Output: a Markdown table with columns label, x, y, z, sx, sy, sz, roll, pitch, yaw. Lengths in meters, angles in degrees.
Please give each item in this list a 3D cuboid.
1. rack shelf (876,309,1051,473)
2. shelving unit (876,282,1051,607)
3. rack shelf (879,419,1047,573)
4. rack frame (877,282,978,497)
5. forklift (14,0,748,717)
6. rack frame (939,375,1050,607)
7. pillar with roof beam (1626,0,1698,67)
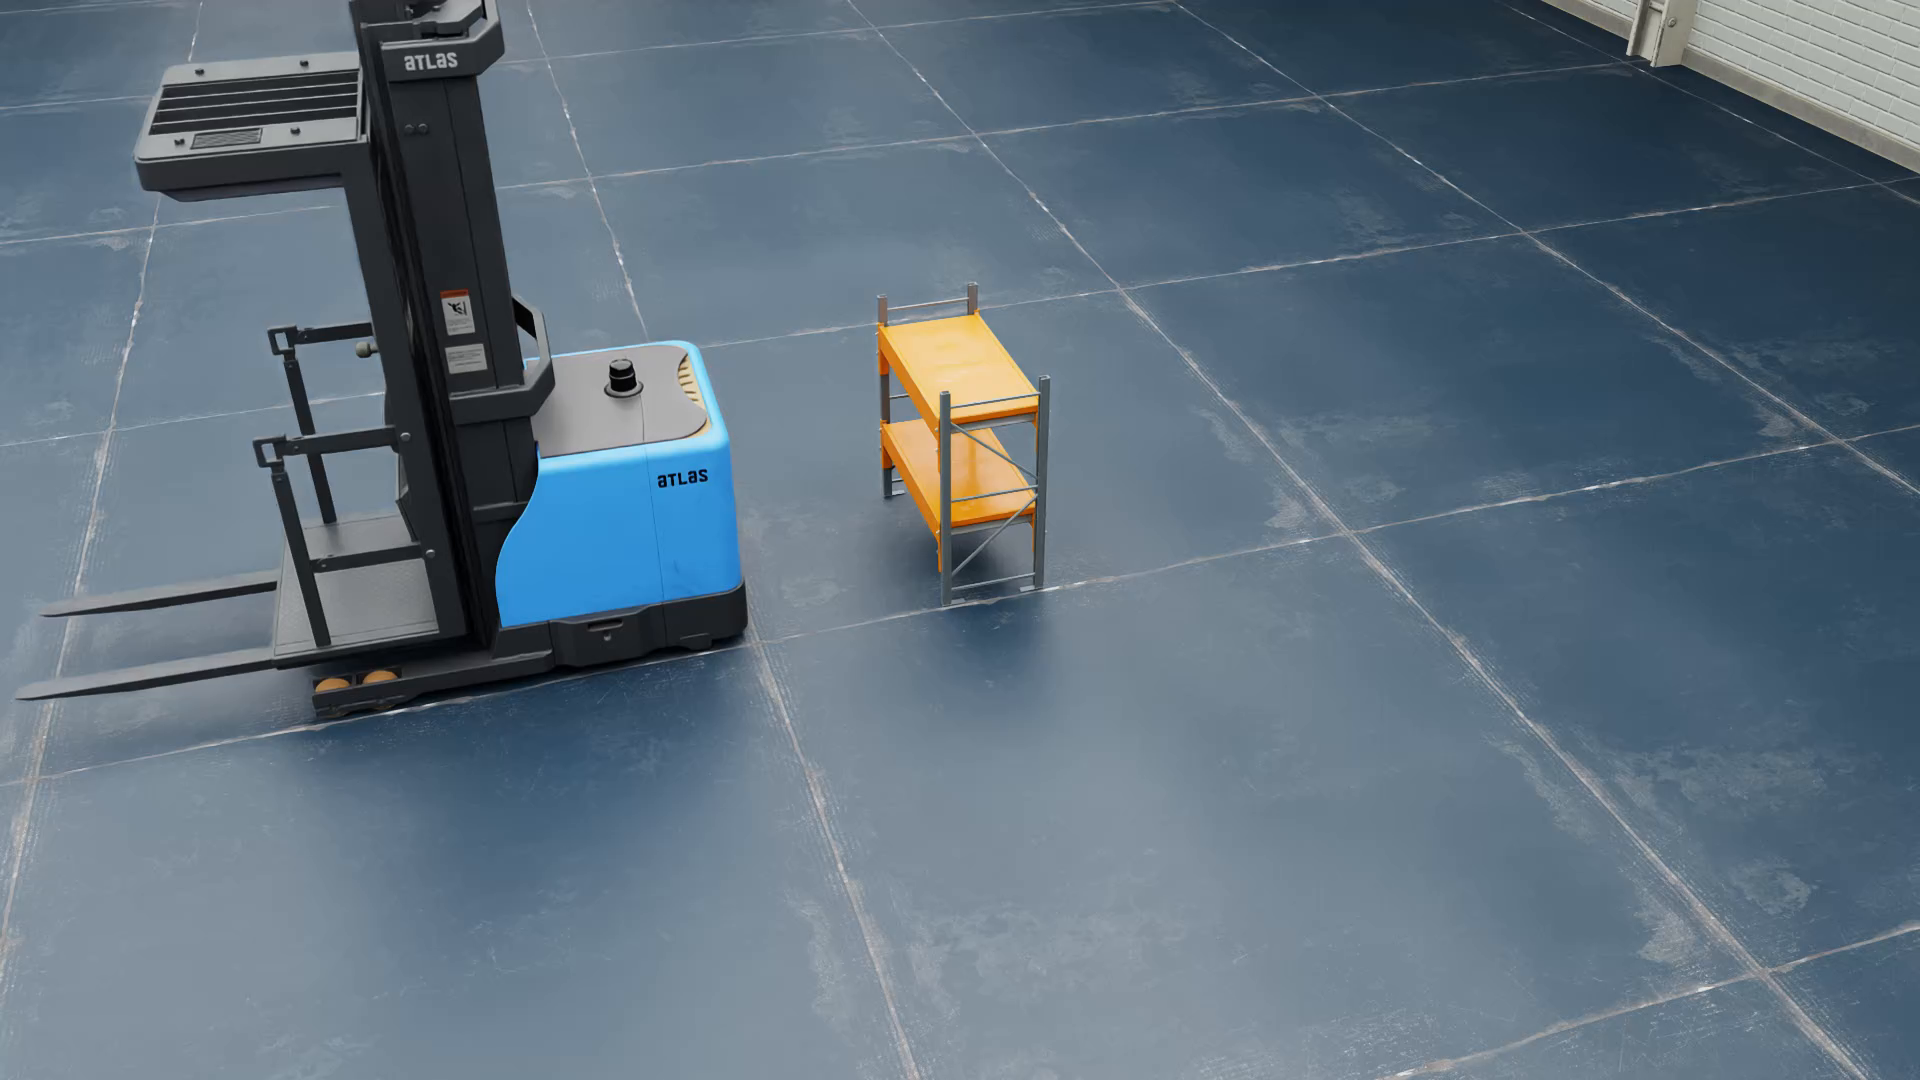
| label | x | y | z | sx | sy | sz | roll | pitch | yaw |
| --- | --- | --- | --- | --- | --- | --- | --- | --- | --- |
| rack shelf | -0.002 | -0.717 | 7.784 | 0.538 | 0.278 | 1.000 | -10 | 35 | -15 |
| shelving unit | -0.002 | -0.473 | 7.945 | 0.538 | 1.125 | 1.048 | -10 | 35 | -15 |
| rack shelf | -0.002 | -0.269 | 8.080 | 0.538 | 0.278 | 1.000 | -10 | 35 | -15 |
| rack frame | -0.157 | -0.740 | 8.349 | 0.500 | 1.125 | 0.032 | -10 | 35 | -15 |
| forklift | -2.537 | -0.790 | 6.787 | 3.031 | 2.935 | 1.130 | -9 | 35 | -13 |
| rack frame | 0.153 | -0.206 | 7.541 | 0.500 | 1.125 | 0.032 | -10 | 35 | -15 |
| pillar with roof beam | 2.031 | -7.279 | 11.103 | 9.100 | 9.000 | 0.400 | -10 | 35 | -15 |
